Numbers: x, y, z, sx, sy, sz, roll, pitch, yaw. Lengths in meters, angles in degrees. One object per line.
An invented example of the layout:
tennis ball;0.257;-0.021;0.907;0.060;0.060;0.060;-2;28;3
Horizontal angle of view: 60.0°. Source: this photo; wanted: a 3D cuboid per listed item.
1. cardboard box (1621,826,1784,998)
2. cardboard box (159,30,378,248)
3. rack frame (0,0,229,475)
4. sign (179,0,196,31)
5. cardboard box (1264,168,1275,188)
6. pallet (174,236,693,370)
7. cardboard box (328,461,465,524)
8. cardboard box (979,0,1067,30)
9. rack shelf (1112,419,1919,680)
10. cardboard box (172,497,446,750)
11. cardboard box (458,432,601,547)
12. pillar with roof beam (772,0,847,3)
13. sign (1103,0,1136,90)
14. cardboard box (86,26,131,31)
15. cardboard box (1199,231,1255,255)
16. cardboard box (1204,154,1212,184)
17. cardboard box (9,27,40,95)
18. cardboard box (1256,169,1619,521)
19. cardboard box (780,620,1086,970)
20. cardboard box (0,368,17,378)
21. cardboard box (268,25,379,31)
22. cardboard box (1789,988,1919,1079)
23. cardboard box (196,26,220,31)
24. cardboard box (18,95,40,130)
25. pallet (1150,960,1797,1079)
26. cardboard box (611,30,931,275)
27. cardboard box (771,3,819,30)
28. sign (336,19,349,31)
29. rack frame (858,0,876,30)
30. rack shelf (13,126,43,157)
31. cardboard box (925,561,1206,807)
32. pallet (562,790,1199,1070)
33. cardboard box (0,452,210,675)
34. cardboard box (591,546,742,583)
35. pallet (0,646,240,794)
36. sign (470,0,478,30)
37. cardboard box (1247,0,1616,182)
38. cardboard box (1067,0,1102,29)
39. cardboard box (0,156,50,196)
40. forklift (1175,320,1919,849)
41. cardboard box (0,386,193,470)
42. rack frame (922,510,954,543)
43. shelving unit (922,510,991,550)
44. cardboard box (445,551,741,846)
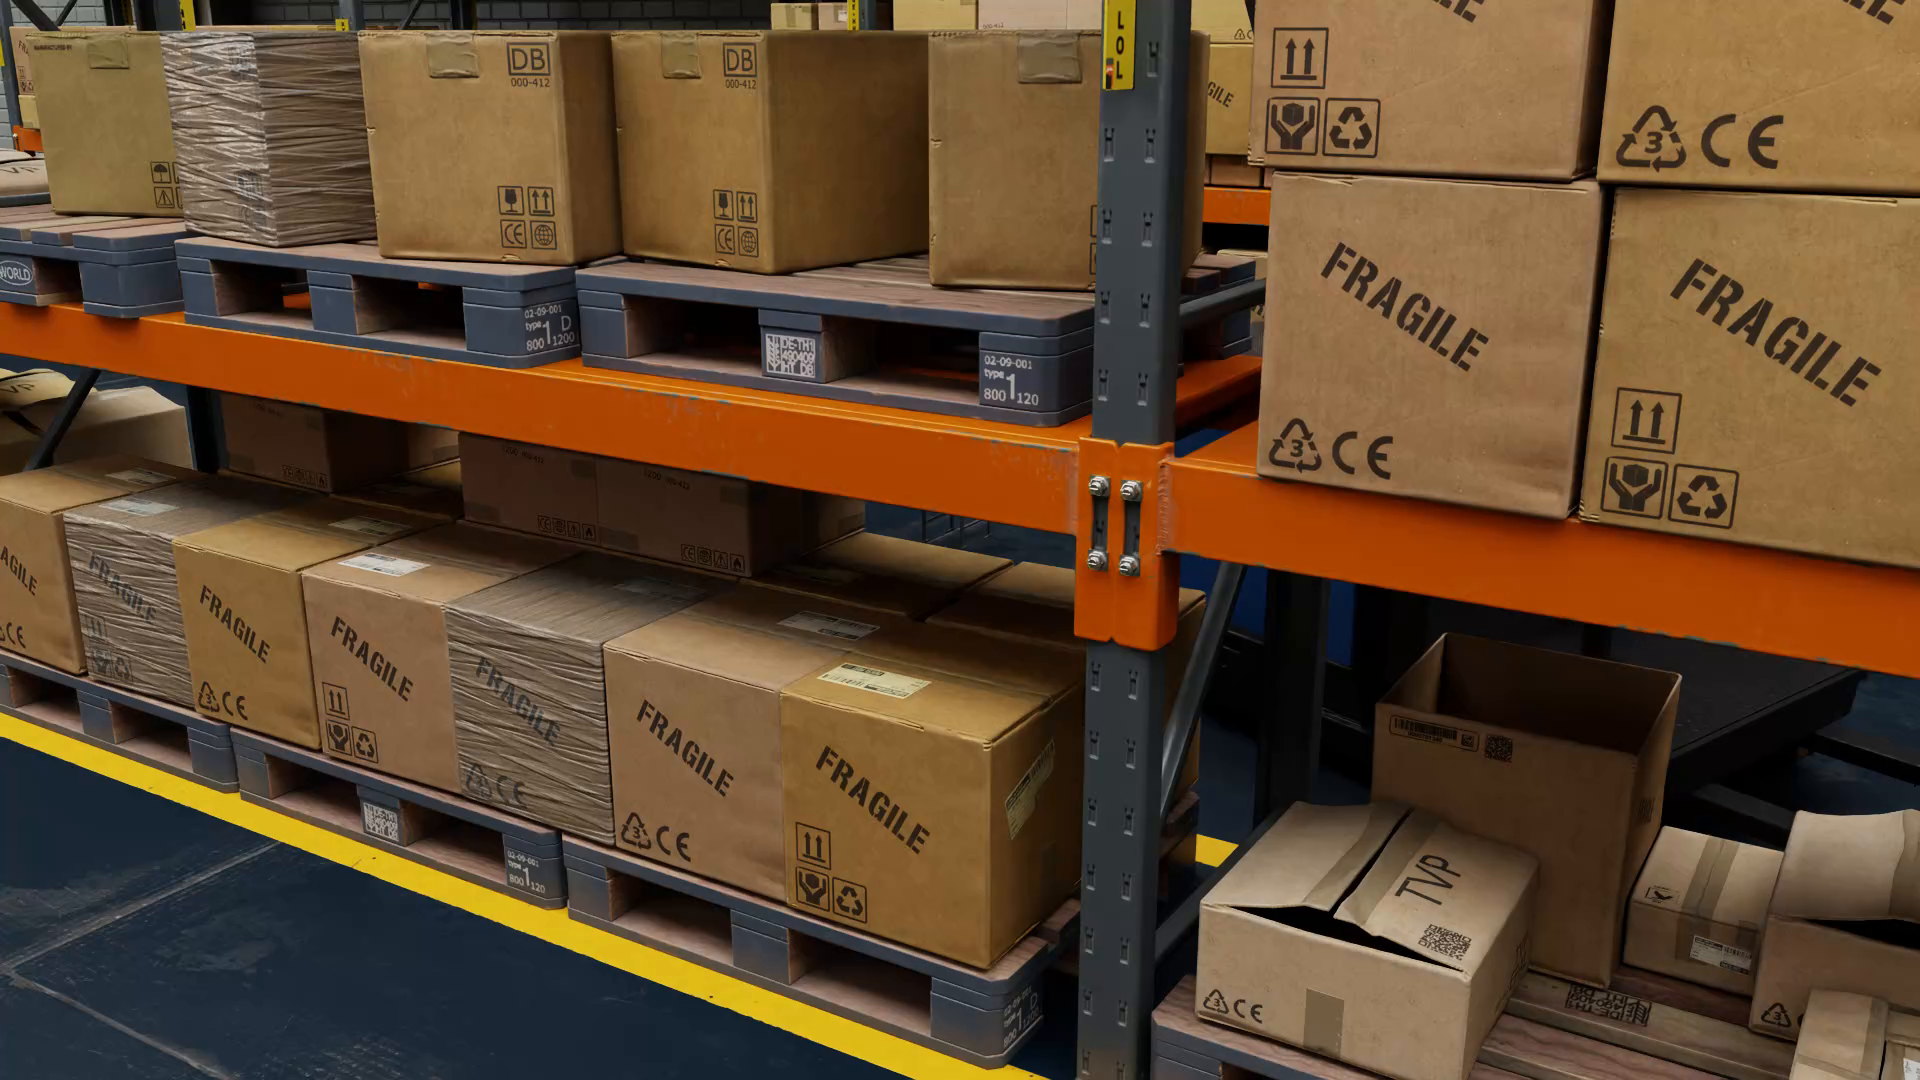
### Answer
cardboard box;1.526;0.750;3.398;0.250;0.149;0.380;10;20;30
cardboard box;-1.593;-1.065;4.331;0.500;0.500;0.700;15;22;40
rack frame;-2.868;-1.070;5.244;0.127;3.000;1.000;10;20;30
sign;-2.592;-1.722;5.534;0.005;0.325;0.100;10;20;30
cardboard box;1.634;-1.764;7.926;0.250;0.149;0.380;10;19;29
pallet;-1.208;-0.684;4.302;1.213;0.211;1.003;10;20;30
cardboard box;-1.507;0.078;5.007;0.500;0.500;0.500;9;19;28
cardboard box;0.432;-2.642;8.409;0.500;0.250;0.500;10;19;29
rack shelf;2.245;0.187;2.344;4.000;0.370;1.077;10;20;30
cardboard box;-1.755;0.211;4.569;0.500;0.500;0.500;10;19;29
cardboard box;-1.024;-0.197;4.624;0.500;0.250;0.500;10;19;29
pillar with roof beam;-3.186;-4.514;6.259;0.400;9.000;9.100;10;20;30
sign;0.253;-0.878;2.618;0.005;0.325;0.100;10;20;30
cardboard box;-5.993;-3.506;12.197;0.500;0.500;0.500;9;19;28
cardboard box;1.023;-1.191;8.617;0.750;0.750;0.750;10;20;30
cardboard box;1.194;-1.849;8.205;0.250;0.149;0.380;10;20;30
cardboard box;-6.846;-3.664;12.716;0.500;0.500;0.500;10;20;30
cardboard box;0.833;-0.365;2.749;0.500;0.500;0.500;11;20;31
cardboard box;-0.030;0.520;3.554;0.500;0.500;0.500;10;20;30
cardboard box;-4.046;-0.532;6.516;0.500;0.311;0.500;10;19;29
cardboard box;-4.252;-3.198;11.182;0.500;0.500;0.500;10;20;30
cardboard box;1.528;0.930;2.777;0.250;0.166;0.380;10;20;30
cardboard box;-5.103;-3.352;11.688;0.500;0.500;0.500;9;19;28
cardboard box;-6.846;-3.300;12.806;0.500;0.250;0.500;9;19;28
pallet;1.126;0.977;3.302;1.213;0.211;1.003;10;20;30
cardboard box;-0.365;-0.927;3.878;0.500;0.500;0.700;14;22;39
cardboard box;-0.870;-2.957;9.409;0.250;0.149;0.380;7;18;21
sign;-3.964;-3.185;10.716;0.005;0.325;0.100;10;20;30
rack frame;-0.278;-2.298;9.285;0.127;3.000;1.000;10;20;30
rack shelf;-5.391;-2.866;12.394;4.000;0.370;1.077;10;20;30
cardboard box;0.256;0.390;3.981;0.500;0.500;0.500;9;19;28
pallet;-0.172;0.758;4.023;1.213;0.211;1.003;10;20;30
cardboard box;-2.629;0.055;5.082;0.500;0.500;0.500;11;20;32
cardboard box;-0.626;0.233;4.496;0.500;0.500;0.500;10;20;31
pallet;-2.251;0.387;5.244;1.213;0.211;1.003;10;20;30
sign;-3.399;-3.598;11.574;0.005;0.325;0.100;10;20;30
cardboard box;0.795;-0.847;2.616;0.500;0.500;0.500;11;20;31
cardboard box;0.860;-2.567;8.162;0.500;0.250;0.500;10;20;30
cardboard box;-3.155;-1.094;5.475;0.500;0.311;0.500;12;20;33
forklift;1.769;-0.736;4.260;1.130;2.935;3.031;-13;21;-36
cardboard box;-3.160;-0.376;6.003;0.500;0.311;0.500;11;20;32
rack frame;-0.090;-0.590;6.760;0.006;1.200;0.240;10;20;30
shelving unit;-0.012;-0.576;6.714;0.189;1.200;0.258;10;20;30
cardboard box;-0.874;0.366;4.060;0.500;0.500;0.500;10;20;31
